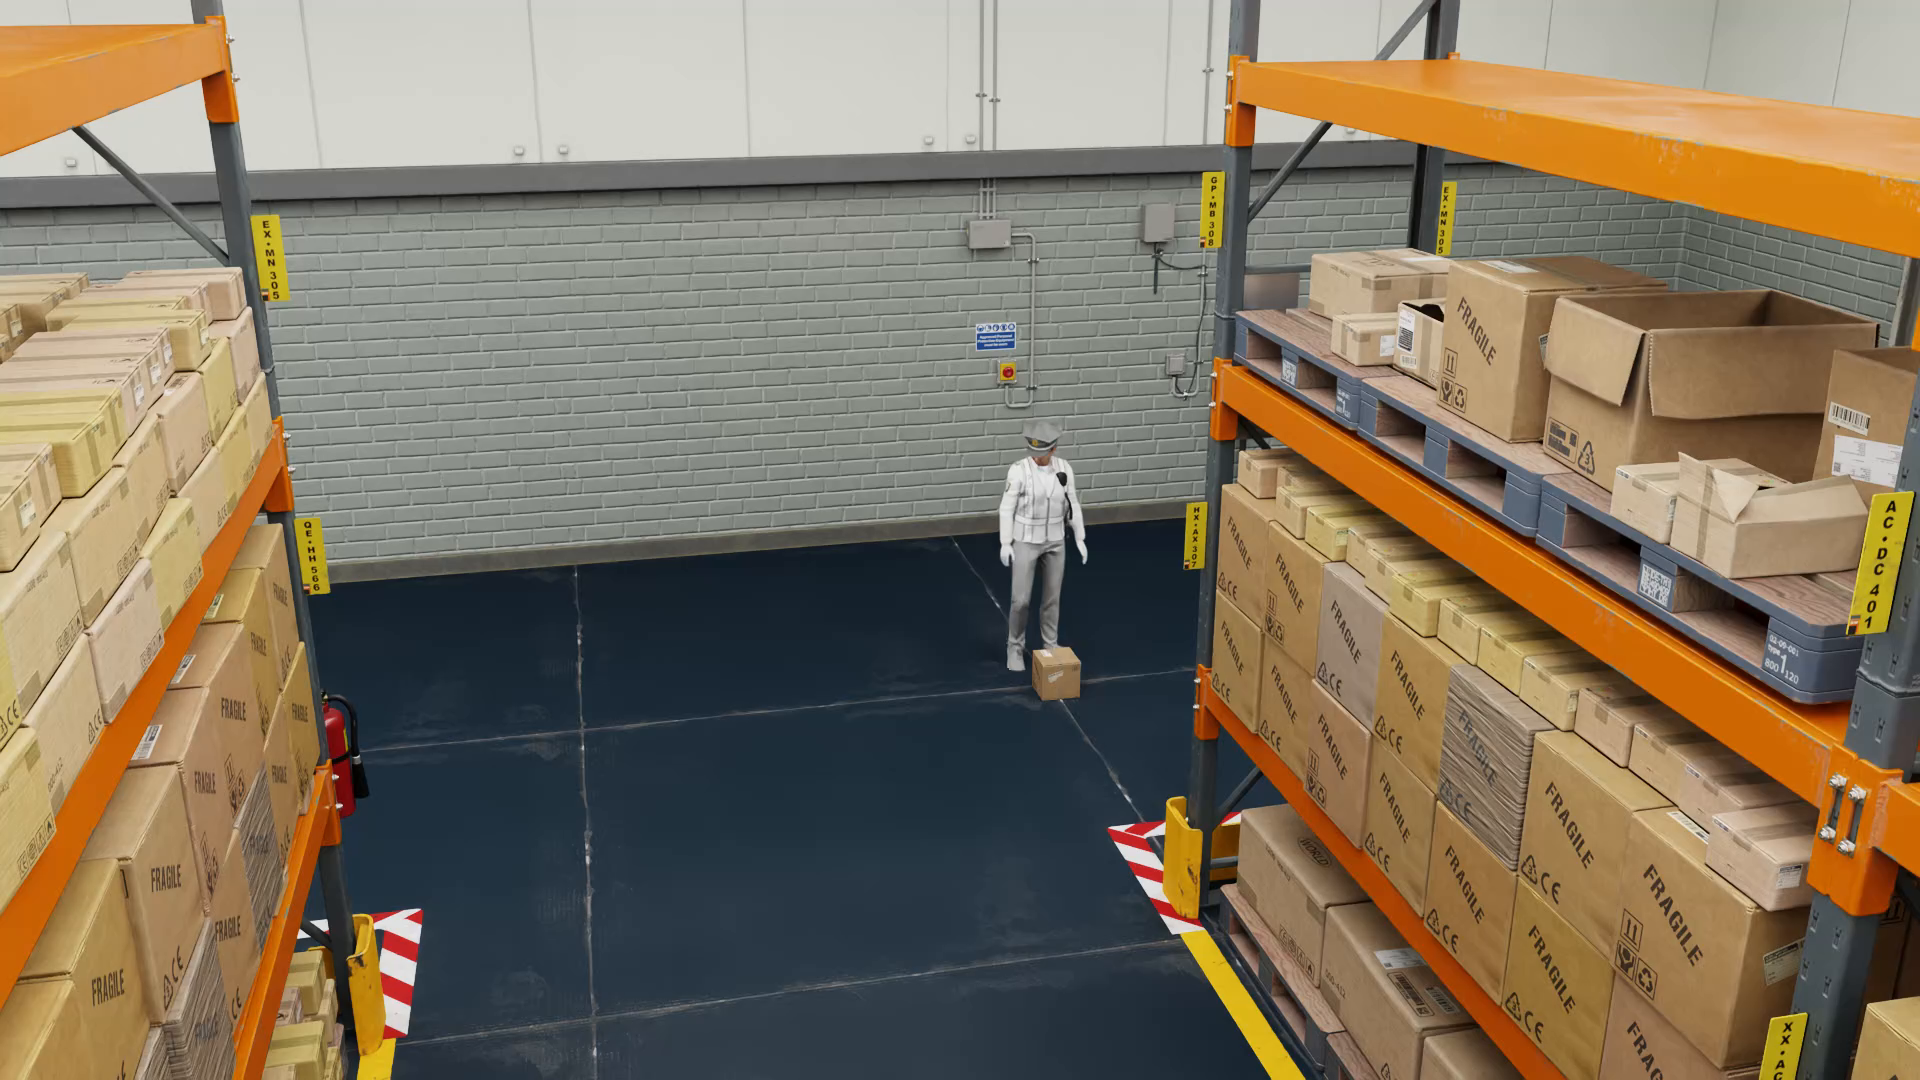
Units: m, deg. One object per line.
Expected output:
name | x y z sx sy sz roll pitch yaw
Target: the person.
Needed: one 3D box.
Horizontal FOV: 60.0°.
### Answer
person | 0.552 0.055 10.933 0.562 1.713 0.373 -8 21 -21
